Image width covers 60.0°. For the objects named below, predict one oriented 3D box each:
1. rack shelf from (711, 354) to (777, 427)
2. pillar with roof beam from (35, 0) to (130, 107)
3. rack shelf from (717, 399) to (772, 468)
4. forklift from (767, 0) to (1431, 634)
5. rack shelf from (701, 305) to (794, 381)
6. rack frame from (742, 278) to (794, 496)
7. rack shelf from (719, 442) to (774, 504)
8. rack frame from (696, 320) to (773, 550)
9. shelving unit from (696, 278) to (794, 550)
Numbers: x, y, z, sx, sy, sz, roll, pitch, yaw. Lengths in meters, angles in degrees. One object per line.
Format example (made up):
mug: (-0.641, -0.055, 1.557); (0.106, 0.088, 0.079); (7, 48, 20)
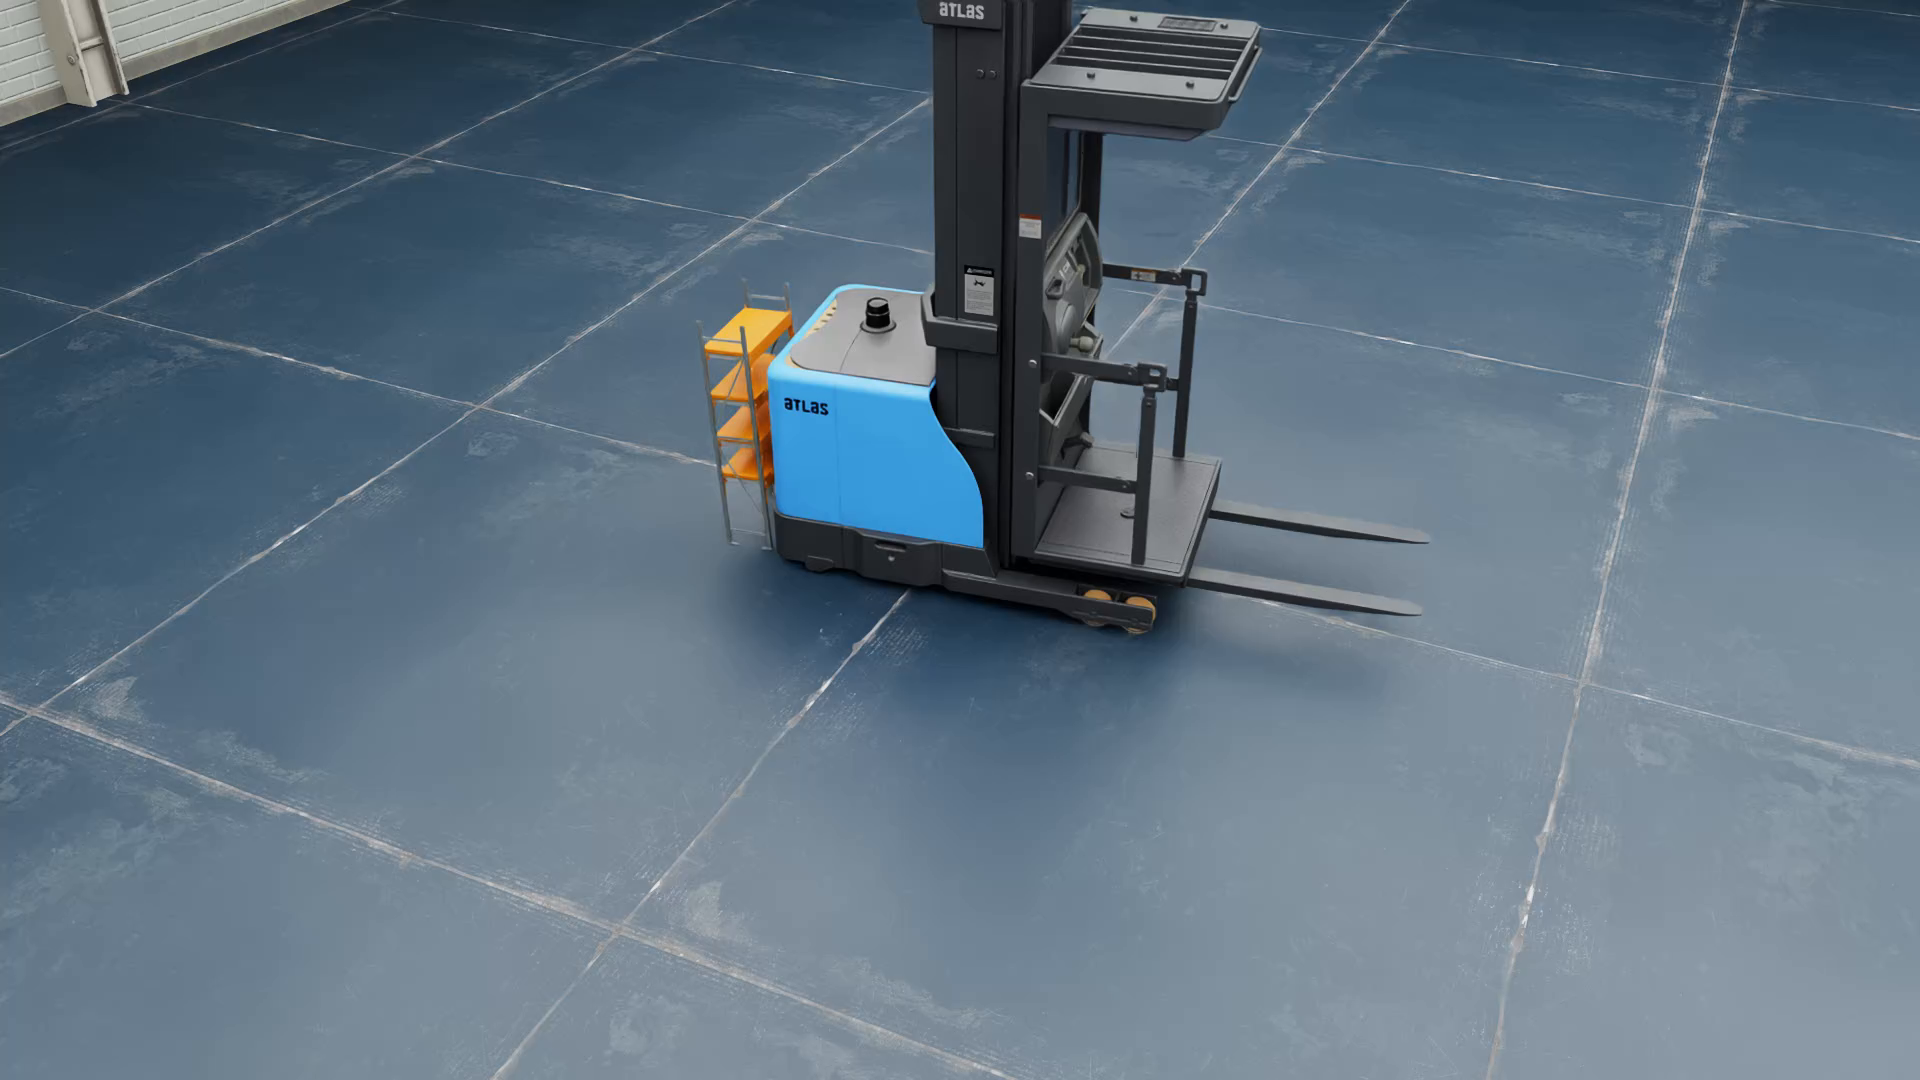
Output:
rack shelf: (-0.989, -0.734, 7.978); (0.258, 0.148, 0.480); (8, 34, 17)
pillar with roof beam: (-3.290, -6.471, 9.913); (9.100, 9.000, 0.400); (14, 36, 20)
rack shelf: (-0.978, -0.545, 8.098); (0.258, 0.148, 0.480); (8, 34, 17)
forklift: (0.685, -1.124, 7.291); (3.031, 2.935, 1.130); (9, 34, 14)
rack shelf: (-1.000, -0.934, 7.852); (0.258, 0.148, 0.480); (8, 34, 17)
rack frame: (-0.902, -0.728, 8.255); (0.240, 1.200, 0.015); (8, 34, 17)
rack shelf: (-0.969, -0.377, 8.204); (0.258, 0.148, 0.480); (8, 34, 17)
rack frame: (-1.061, -0.475, 7.869); (0.240, 1.200, 0.015); (8, 34, 17)
shelving unit: (-0.981, -0.602, 8.062); (0.258, 1.200, 0.503); (8, 34, 17)
